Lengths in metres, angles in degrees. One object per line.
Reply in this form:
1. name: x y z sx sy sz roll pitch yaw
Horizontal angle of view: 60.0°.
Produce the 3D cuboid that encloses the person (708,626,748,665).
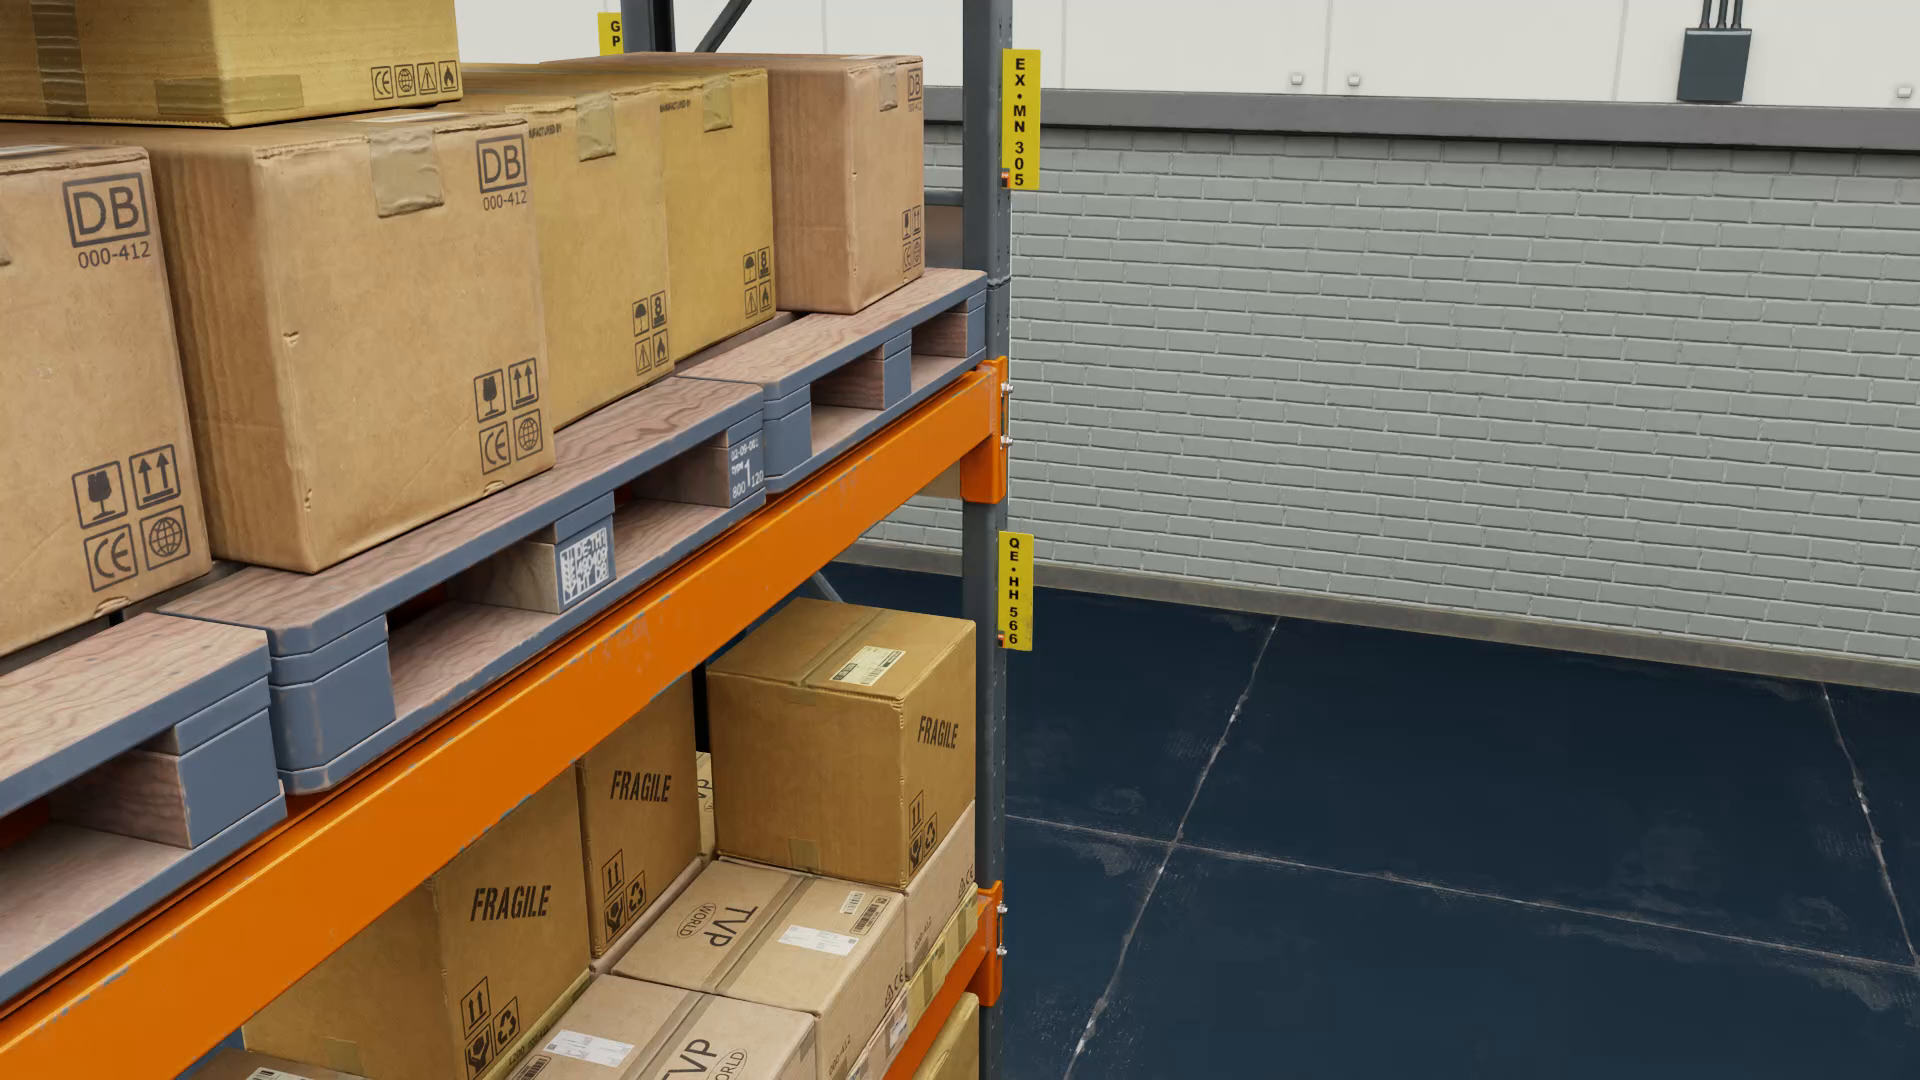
1. person: -1.176 0.283 8.226 0.373 1.610 0.449 2 19 7
